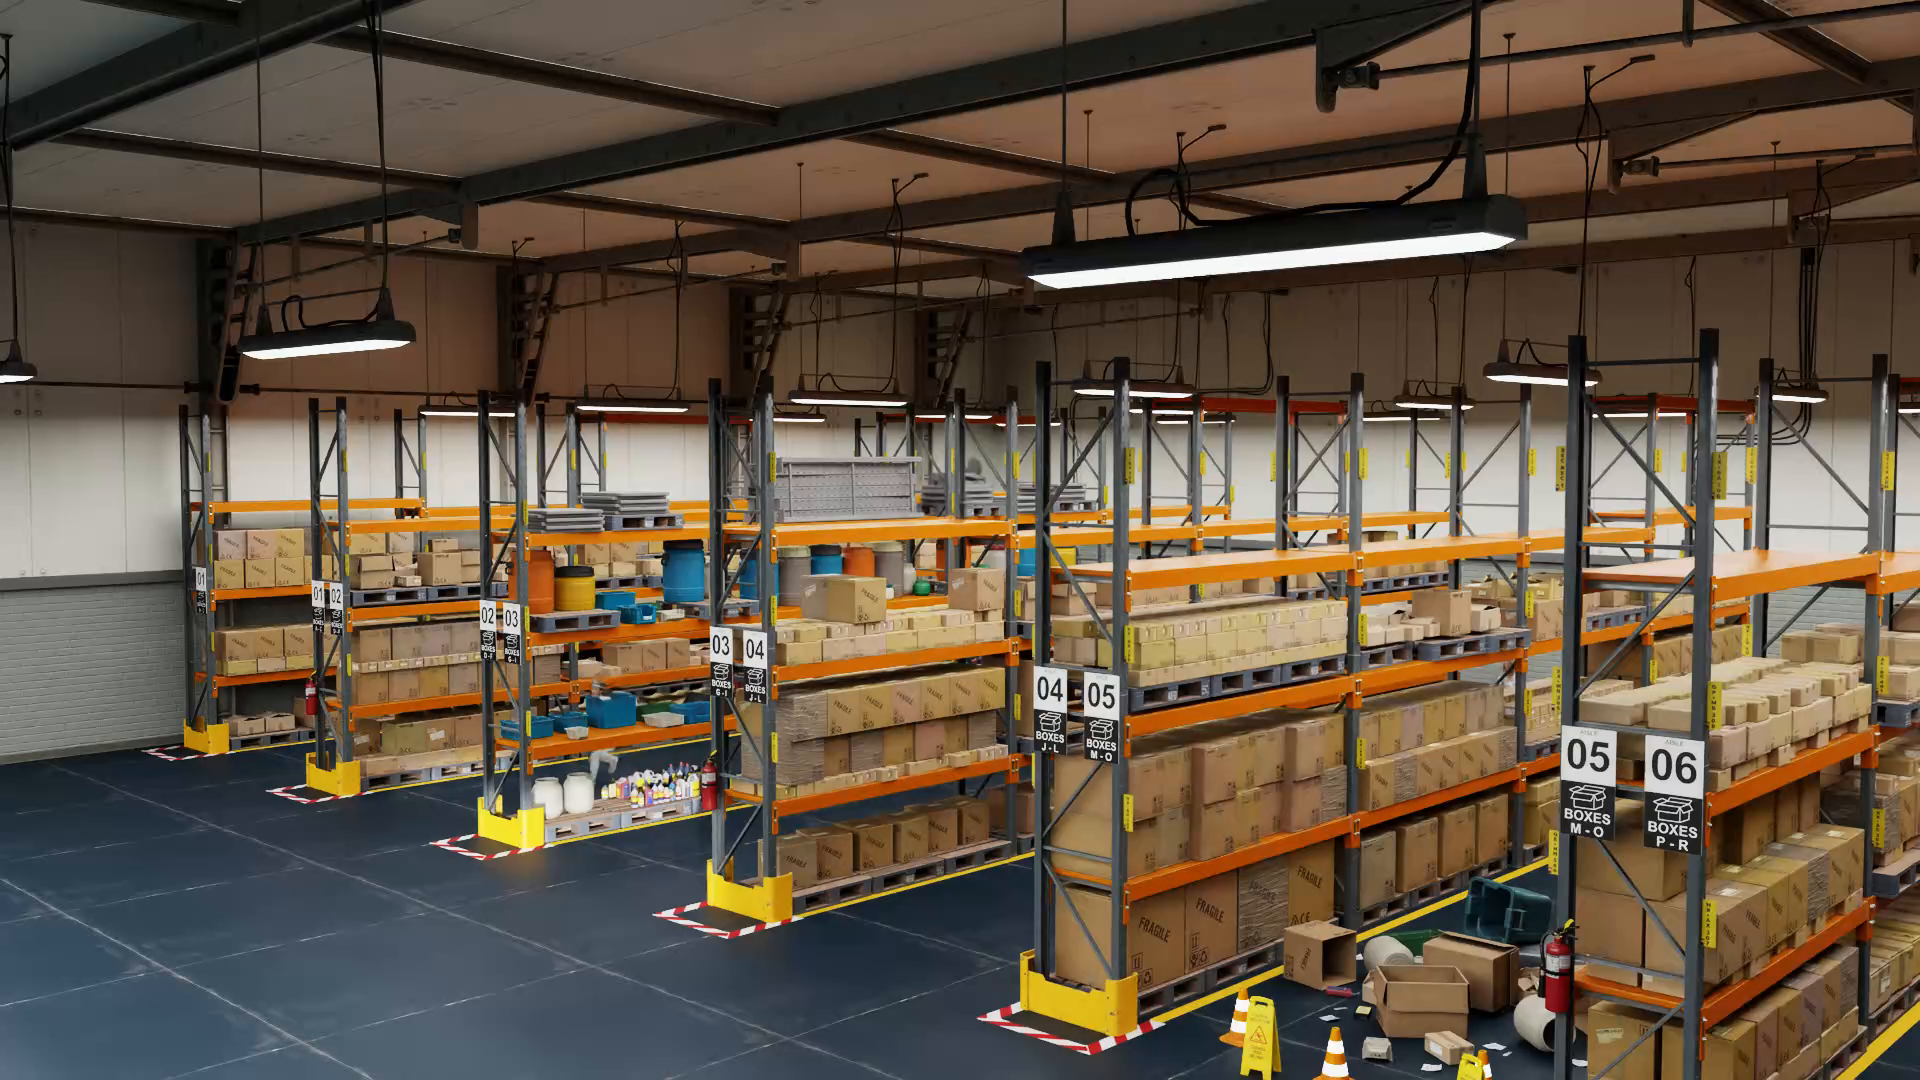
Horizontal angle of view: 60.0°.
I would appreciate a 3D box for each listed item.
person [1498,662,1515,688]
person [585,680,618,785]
[{"bbox_3d":[9.545,2.885,28.801,0.593,1.566,0.569,1,3,17],"label":"person"},{"bbox_3d":[-5.559,2.987,25.821,0.643,1.675,0.823,2,3,27],"label":"person"}]
